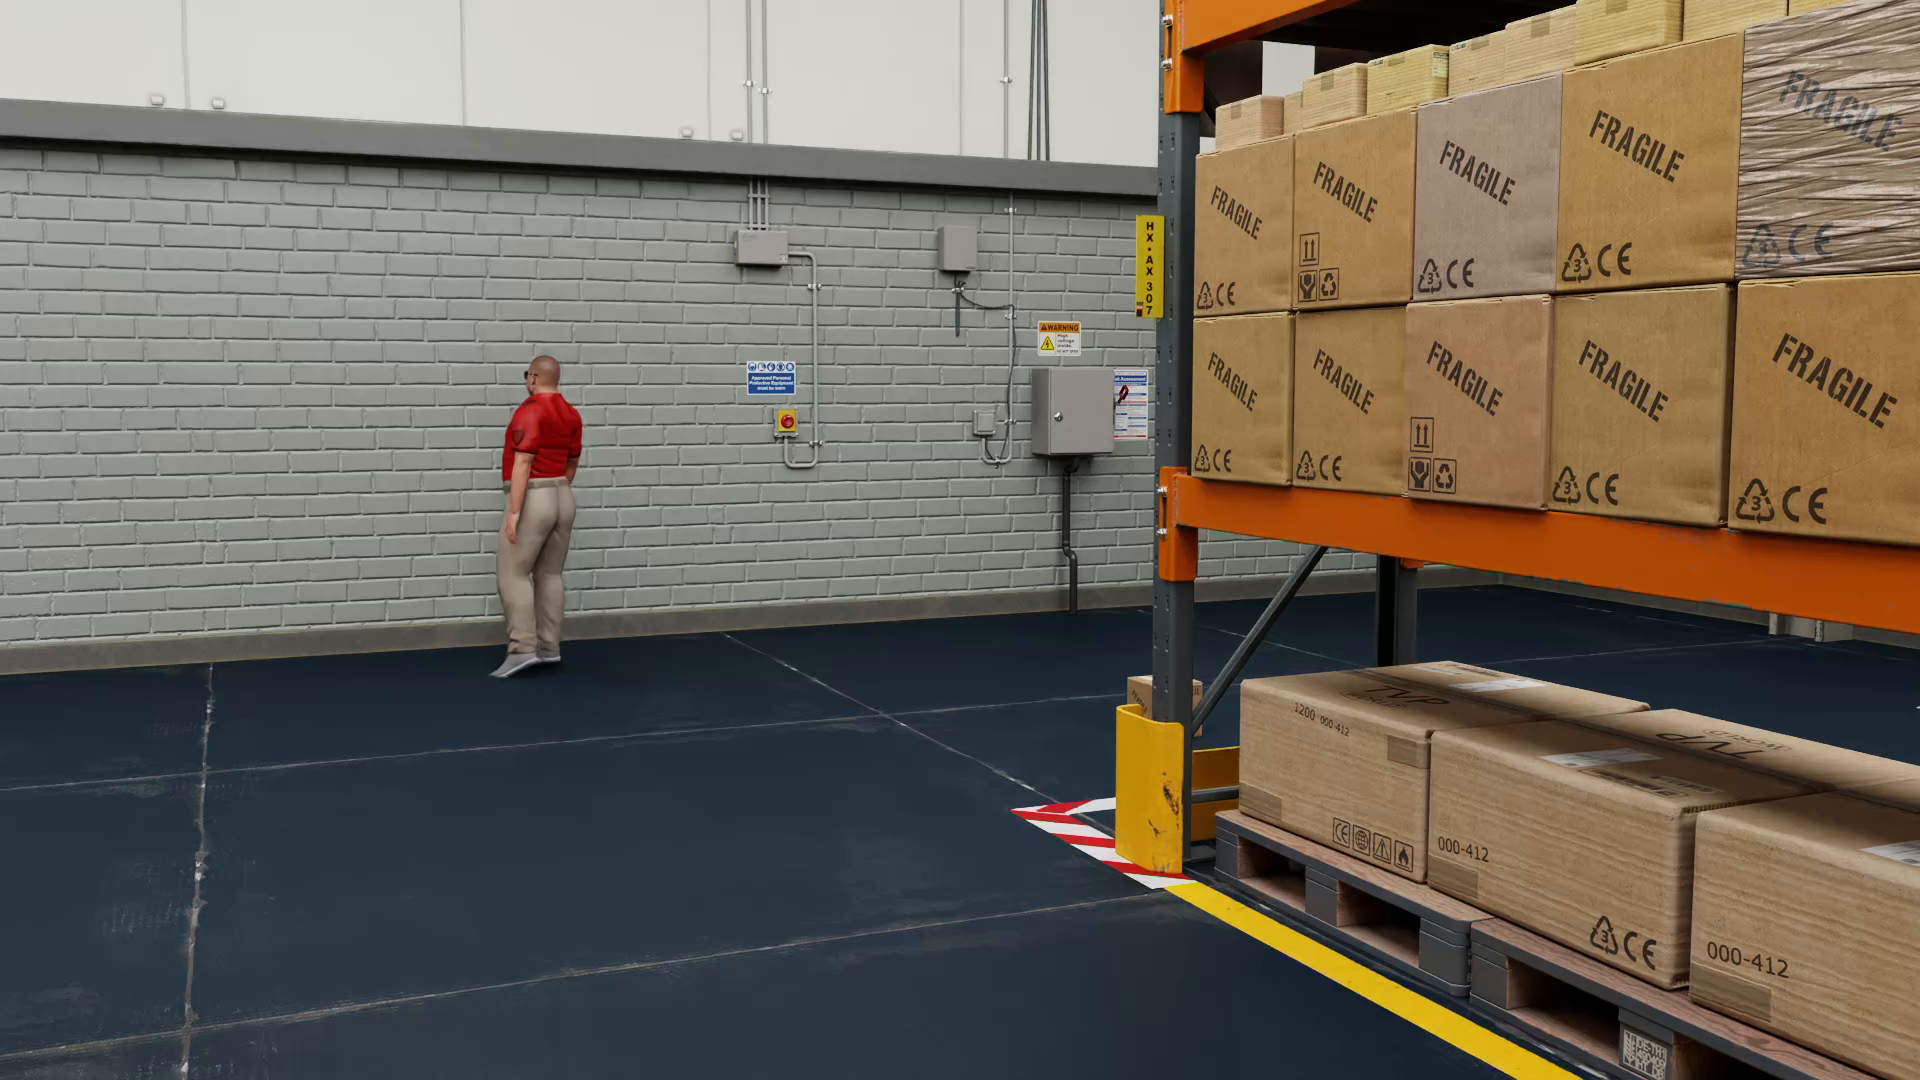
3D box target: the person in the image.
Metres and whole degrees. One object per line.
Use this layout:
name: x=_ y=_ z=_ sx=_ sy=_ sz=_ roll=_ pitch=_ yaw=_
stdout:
person: x=-2.386 y=-0.120 z=9.247 sx=0.451 sy=1.805 sz=0.584 roll=2 pitch=6 yaw=24
